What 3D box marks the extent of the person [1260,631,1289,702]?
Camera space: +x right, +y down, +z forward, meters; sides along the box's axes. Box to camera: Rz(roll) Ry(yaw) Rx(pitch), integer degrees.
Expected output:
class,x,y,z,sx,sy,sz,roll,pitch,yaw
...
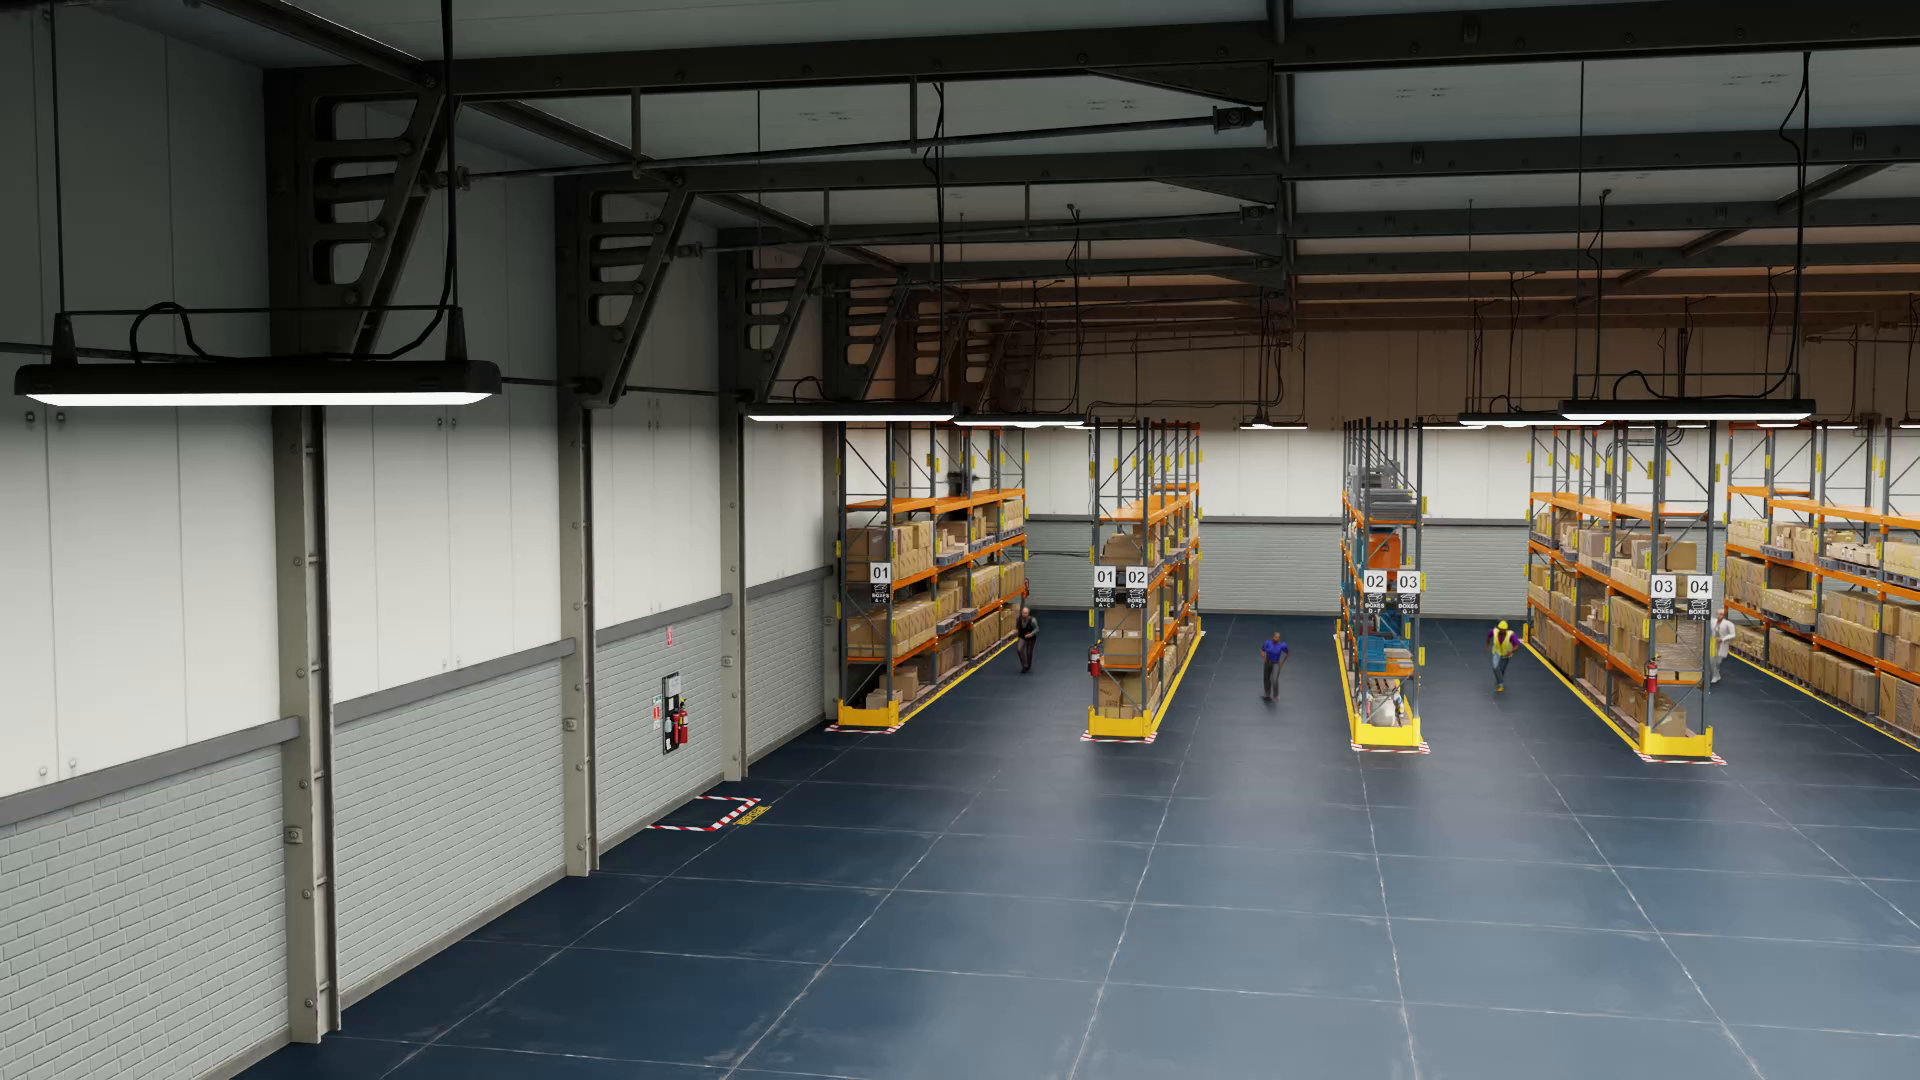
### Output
class,x,y,z,sx,sy,sz,roll,pitch,yaw
person,6.687,2.680,35.520,0.672,1.554,0.773,2,4,27

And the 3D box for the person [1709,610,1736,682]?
class,x,y,z,sx,sy,sz,roll,pitch,yaw
person,17.415,2.430,38.197,0.808,1.703,0.650,3,5,37

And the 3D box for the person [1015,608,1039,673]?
class,x,y,z,sx,sy,sz,roll,pitch,yaw
person,1.617,2.353,39.629,0.664,1.559,1.065,1,4,15

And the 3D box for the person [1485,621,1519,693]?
class,x,y,z,sx,sy,sz,roll,pitch,yaw
person,12.005,2.536,36.829,0.711,1.593,1.140,1,4,18
